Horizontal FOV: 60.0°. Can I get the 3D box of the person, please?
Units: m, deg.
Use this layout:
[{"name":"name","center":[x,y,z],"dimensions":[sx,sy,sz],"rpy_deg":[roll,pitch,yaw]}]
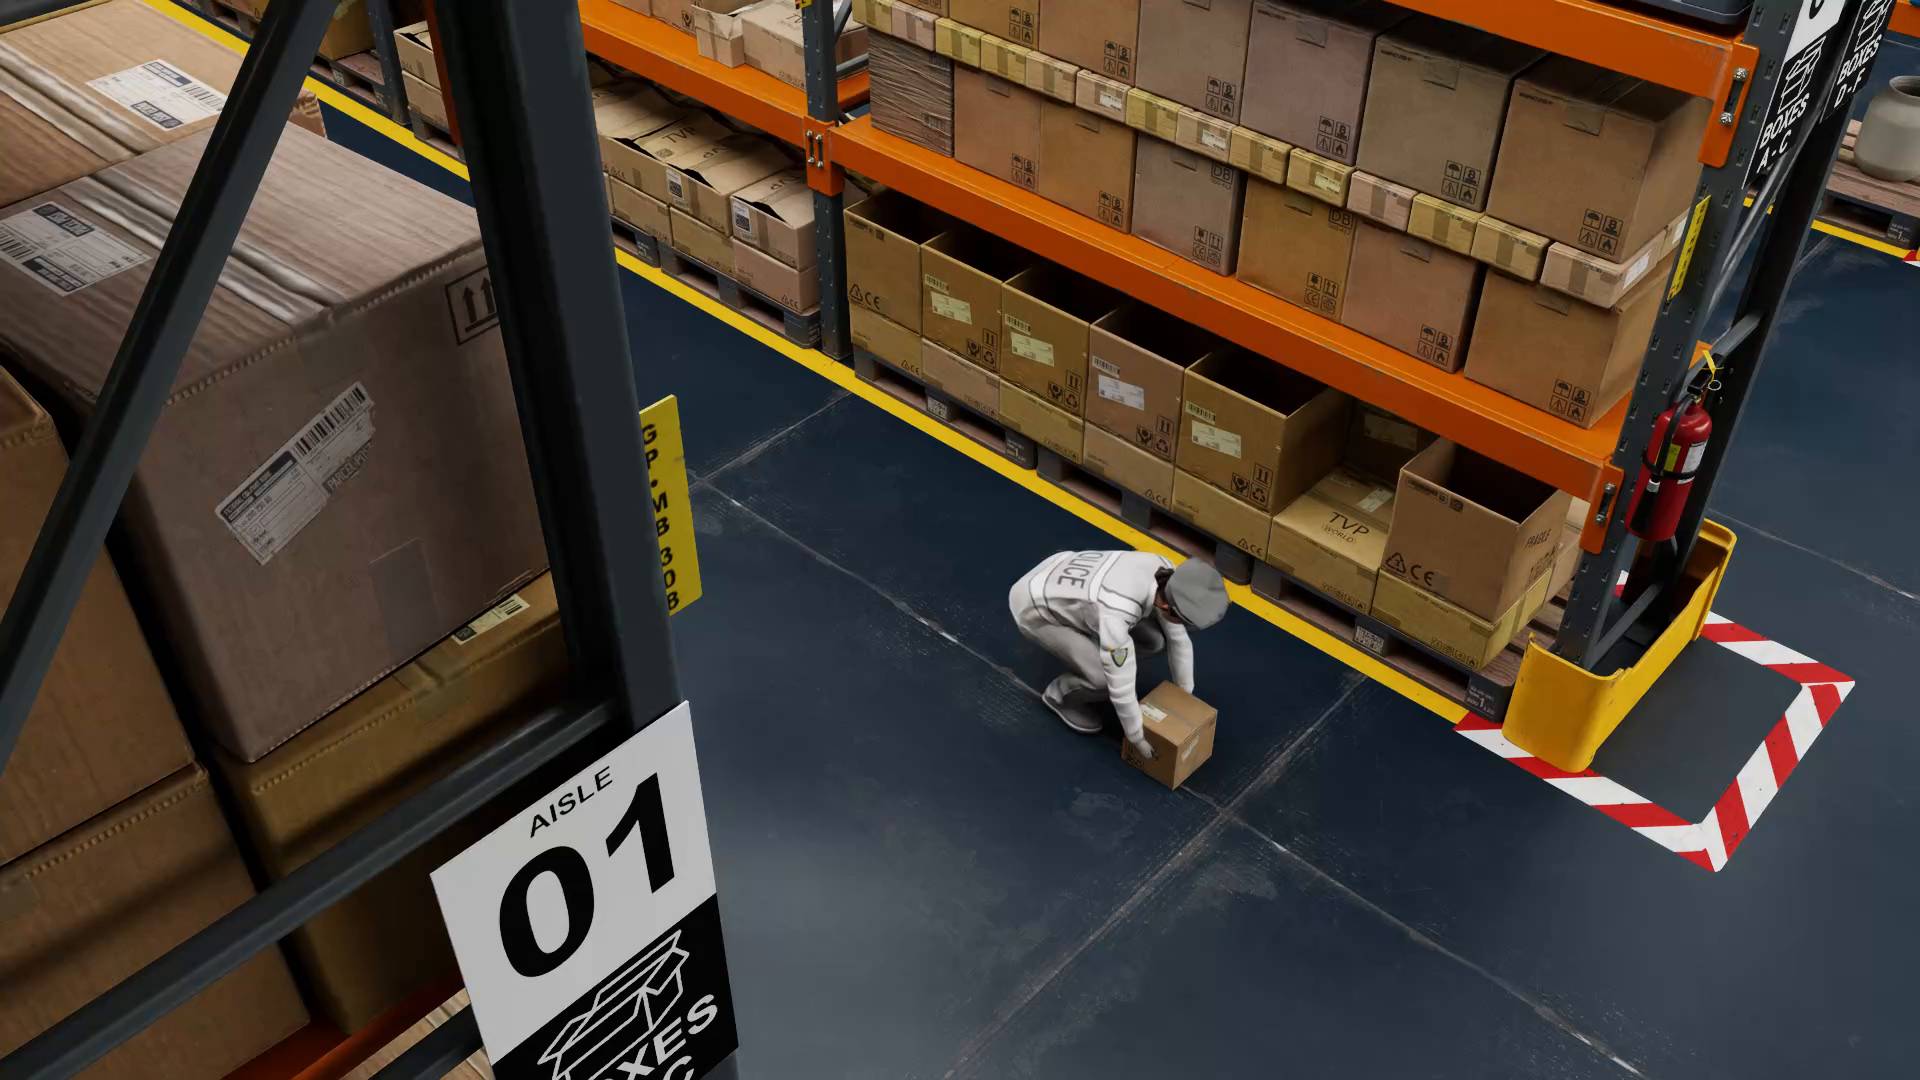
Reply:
[{"name":"person","center":[0.596,0.342,6.359],"dimensions":[0.856,0.886,0.471],"rpy_deg":[30,48,31]}]
